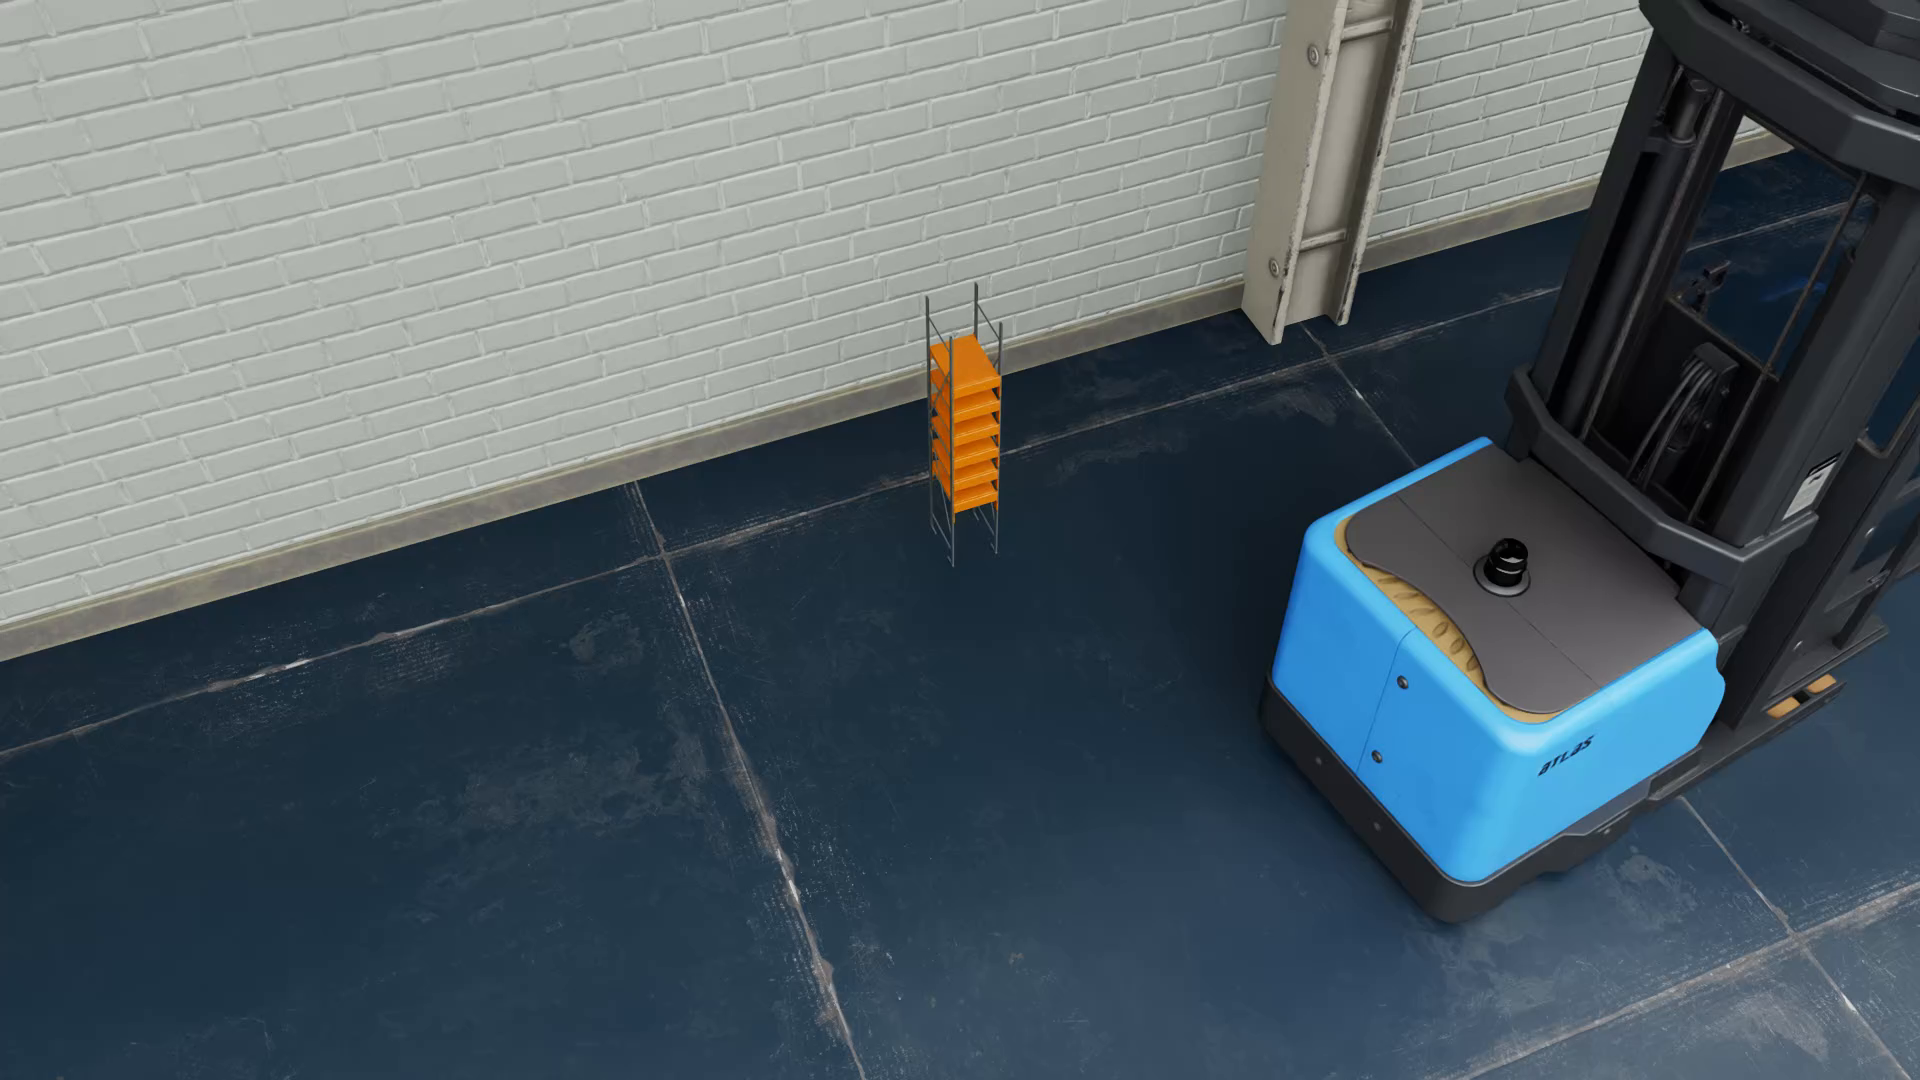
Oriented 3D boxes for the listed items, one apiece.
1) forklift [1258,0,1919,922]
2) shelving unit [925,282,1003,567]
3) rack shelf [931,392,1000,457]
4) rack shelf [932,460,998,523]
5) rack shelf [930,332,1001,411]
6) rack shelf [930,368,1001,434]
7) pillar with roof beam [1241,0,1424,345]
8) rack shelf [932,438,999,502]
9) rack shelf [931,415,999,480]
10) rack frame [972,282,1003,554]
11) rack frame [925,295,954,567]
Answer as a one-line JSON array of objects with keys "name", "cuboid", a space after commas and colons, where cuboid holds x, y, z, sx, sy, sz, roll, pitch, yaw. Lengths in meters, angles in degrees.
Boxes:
[{"name": "forklift", "cuboid": [2.593, -0.569, 5.148, 3.031, 2.935, 1.130, -25, 54, -20]}, {"name": "shelving unit", "cuboid": [0.013, -0.395, 6.139, 0.189, 1.200, 0.258, -17, 52, -14]}, {"name": "rack shelf", "cuboid": [0.013, -0.444, 6.082, 0.180, 0.103, 0.258, -17, 52, -14]}, {"name": "rack shelf", "cuboid": [0.013, -0.210, 6.355, 0.180, 0.103, 0.258, -17, 52, -14]}, {"name": "rack shelf", "cuboid": [0.013, -0.601, 5.900, 0.180, 0.103, 0.258, -17, 52, -14]}, {"name": "rack shelf", "cuboid": [0.013, -0.522, 5.991, 0.180, 0.103, 0.258, -17, 52, -14]}, {"name": "pillar with roof beam", "cuboid": [3.122, -0.930, 1.458, 0.400, 9.000, 9.100, -17, 52, -14]}, {"name": "rack shelf", "cuboid": [0.013, -0.288, 6.264, 0.180, 0.103, 0.258, -17, 52, -14]}, {"name": "rack shelf", "cuboid": [0.013, -0.366, 6.173, 0.180, 0.103, 0.258, -17, 52, -14]}, {"name": "rack frame", "cuboid": [0.098, -0.421, 6.162, 0.006, 1.200, 0.240, -17, 52, -14]}, {"name": "rack frame", "cuboid": [-0.071, -0.369, 6.117, 0.006, 1.200, 0.240, -17, 52, -14]}]
